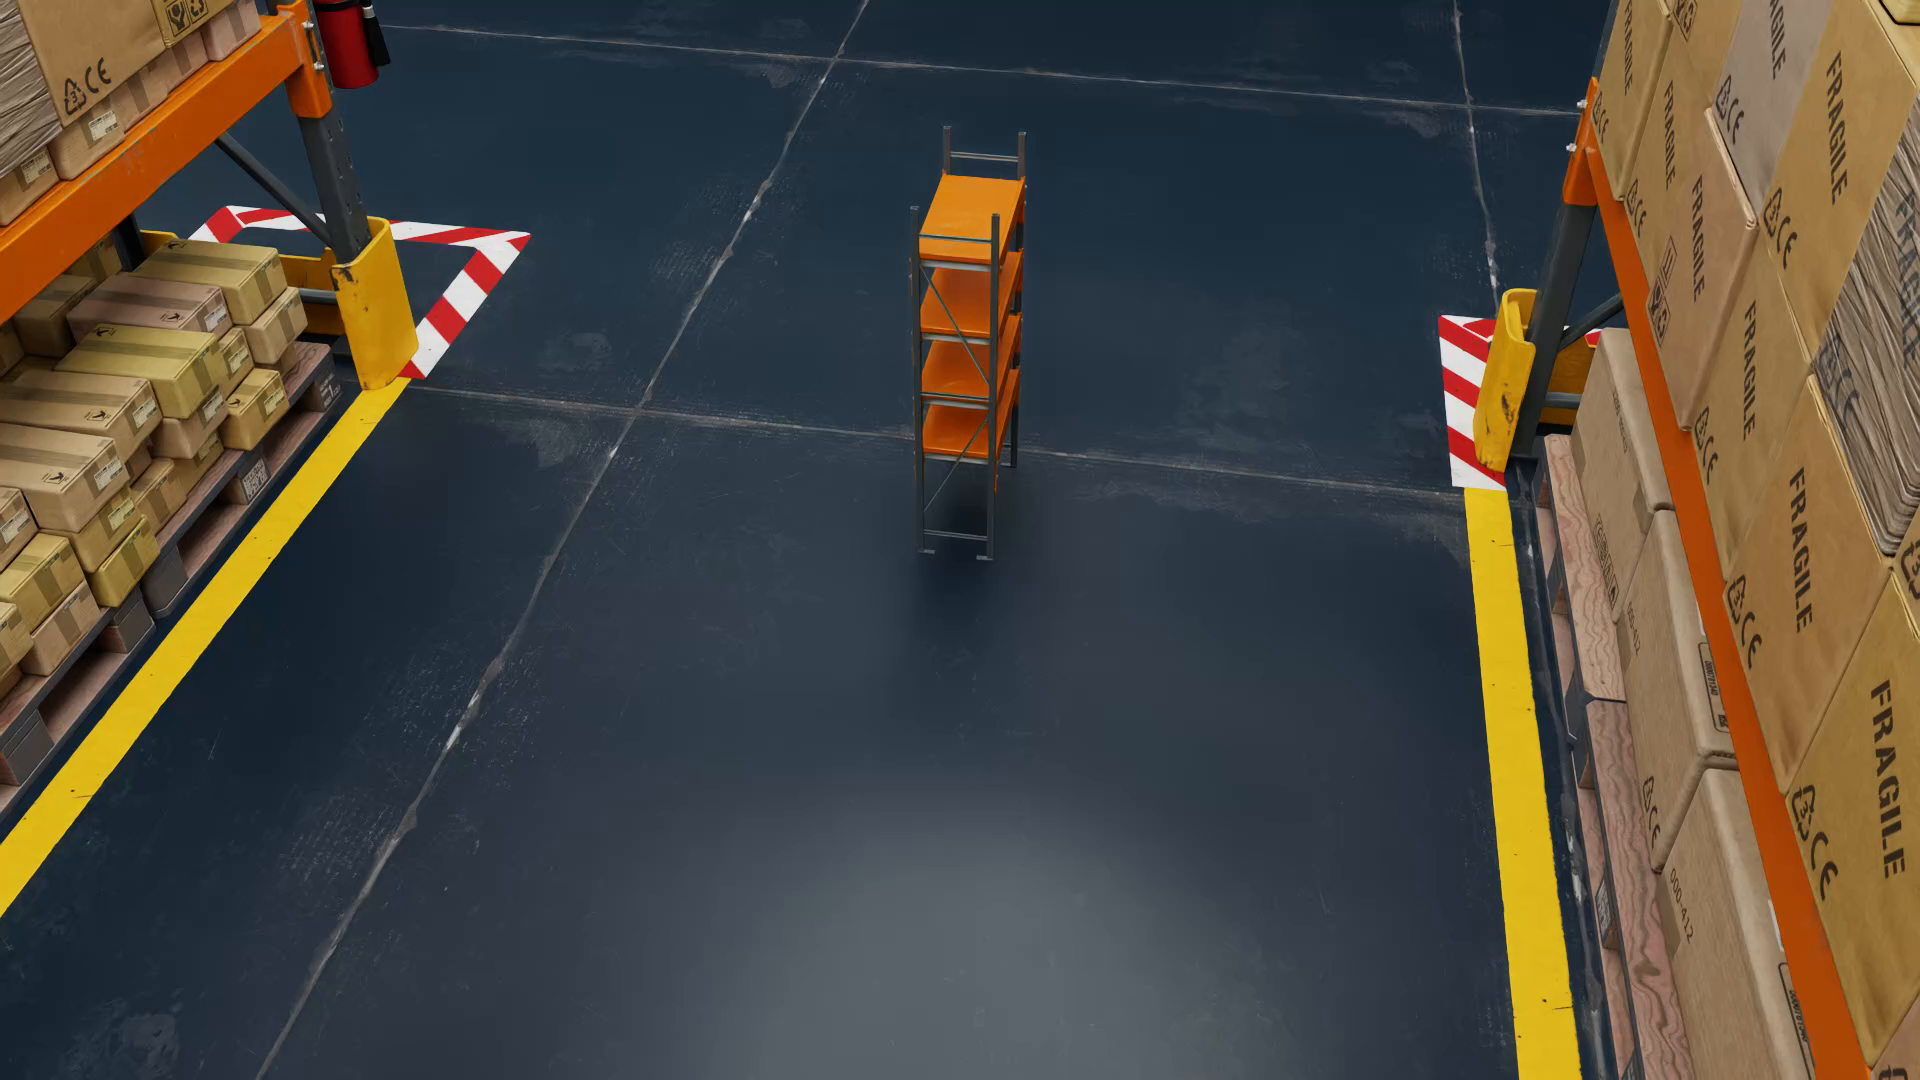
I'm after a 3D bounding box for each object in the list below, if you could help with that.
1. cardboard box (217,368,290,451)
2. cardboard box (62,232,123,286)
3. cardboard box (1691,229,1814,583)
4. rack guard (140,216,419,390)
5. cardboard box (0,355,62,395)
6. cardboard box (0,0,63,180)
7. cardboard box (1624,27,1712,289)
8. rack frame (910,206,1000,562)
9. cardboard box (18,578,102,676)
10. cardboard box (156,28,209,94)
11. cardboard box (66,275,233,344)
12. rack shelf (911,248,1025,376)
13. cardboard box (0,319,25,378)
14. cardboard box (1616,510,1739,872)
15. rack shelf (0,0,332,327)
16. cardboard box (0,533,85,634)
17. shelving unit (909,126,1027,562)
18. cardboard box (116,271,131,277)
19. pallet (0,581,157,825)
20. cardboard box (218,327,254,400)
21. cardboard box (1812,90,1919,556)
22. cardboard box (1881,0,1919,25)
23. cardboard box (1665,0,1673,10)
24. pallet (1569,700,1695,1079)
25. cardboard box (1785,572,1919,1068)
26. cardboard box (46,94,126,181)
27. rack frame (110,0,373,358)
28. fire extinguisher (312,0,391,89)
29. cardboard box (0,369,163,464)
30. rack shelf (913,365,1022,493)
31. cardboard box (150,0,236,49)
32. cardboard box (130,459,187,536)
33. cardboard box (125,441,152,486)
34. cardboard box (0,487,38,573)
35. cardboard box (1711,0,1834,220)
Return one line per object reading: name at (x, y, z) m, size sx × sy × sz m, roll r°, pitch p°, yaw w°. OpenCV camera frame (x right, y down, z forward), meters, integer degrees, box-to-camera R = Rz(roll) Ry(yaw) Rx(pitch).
cardboard box at (-2.399, -0.437, 5.332) m, size 0.380 × 0.149 × 0.250 m, roll 8°, pitch 40°, yaw 9°
cardboard box at (-2.994, -0.901, 5.426) m, size 0.380 × 0.149 × 0.250 m, roll 5°, pitch 40°, yaw 6°
cardboard box at (1.722, -0.232, 3.098) m, size 0.500 × 0.500 × 0.500 m, roll 8°, pitch 40°, yaw 9°
rack guard at (-2.582, -0.889, 5.932) m, size 1.175 × 0.500 × 0.348 m, roll 6°, pitch 40°, yaw 8°
cardboard box at (-2.970, -0.448, 5.112) m, size 0.380 × 0.149 × 0.250 m, roll 7°, pitch 40°, yaw 8°
cardboard box at (-2.565, -1.100, 3.915) m, size 0.500 × 0.500 × 0.500 m, roll 7°, pitch 40°, yaw 8°
cardboard box at (1.898, -0.866, 3.864) m, size 0.500 × 0.500 × 0.500 m, roll 6°, pitch 40°, yaw 7°
rack frame at (-0.014, -0.413, 4.808) m, size 0.240 × 1.200 × 0.015 m, roll 6°, pitch 40°, yaw 8°
cardboard box at (-2.609, 0.212, 4.547) m, size 0.380 × 0.149 × 0.250 m, roll 7°, pitch 40°, yaw 9°
cardboard box at (-2.427, -1.415, 4.805) m, size 0.380 × 0.149 × 0.250 m, roll 6°, pitch 40°, yaw 8°
cardboard box at (-2.511, -0.680, 5.160) m, size 0.380 × 0.149 × 0.250 m, roll 7°, pitch 40°, yaw 9°
rack shelf at (0.029, -0.687, 4.894) m, size 0.258 × 0.148 × 0.480 m, roll 6°, pitch 40°, yaw 8°
cardboard box at (-3.093, -0.570, 5.027) m, size 0.380 × 0.149 × 0.250 m, roll 6°, pitch 40°, yaw 8°
cardboard box at (2.158, 0.409, 4.083) m, size 0.875 × 0.438 × 0.875 m, roll 7°, pitch 40°, yaw 9°
rack shelf at (-2.915, -0.367, 3.905) m, size 1.077 × 0.370 × 4.000 m, roll 6°, pitch 40°, yaw 8°
cardboard box at (-2.607, 0.097, 4.453) m, size 0.380 × 0.149 × 0.250 m, roll 8°, pitch 40°, yaw 10°
shelving unit at (0.029, -0.566, 4.993) m, size 0.258 × 1.200 × 0.503 m, roll 6°, pitch 40°, yaw 8°
cardboard box at (-2.912, -0.777, 5.510) m, size 0.380 × 0.149 × 0.250 m, roll 8°, pitch 40°, yaw 10°
pallet at (-2.971, 0.492, 4.489) m, size 1.003 × 0.211 × 1.213 m, roll 6°, pitch 40°, yaw 8°
cardboard box at (-2.477, -0.557, 5.243) m, size 0.380 × 0.149 × 0.250 m, roll 6°, pitch 40°, yaw 7°
cardboard box at (1.616, -0.295, 2.390) m, size 0.500 × 0.500 × 0.500 m, roll 7°, pitch 40°, yaw 8°
cardboard box at (1.680, -0.930, 2.649) m, size 0.380 × 0.149 × 0.250 m, roll 5°, pitch 40°, yaw 7°
cardboard box at (1.961, -1.571, 3.933) m, size 0.500 × 0.500 × 0.500 m, roll 6°, pitch 40°, yaw 7°
pallet at (2.049, 0.931, 3.958) m, size 1.003 × 0.211 × 1.213 m, roll 6°, pitch 40°, yaw 8°
cardboard box at (1.544, 0.412, 2.319) m, size 0.500 × 0.500 × 0.500 m, roll 5°, pitch 40°, yaw 7°
cardboard box at (-2.476, -1.093, 4.415) m, size 0.380 × 0.149 × 0.250 m, roll 7°, pitch 40°, yaw 9°
rack frame at (-2.569, -1.900, 5.194) m, size 1.000 × 3.000 × 0.127 m, roll 6°, pitch 40°, yaw 8°
fire extinguisher at (-2.071, -1.833, 5.467) m, size 0.296 × 0.674 × 0.183 m, roll 6°, pitch 40°, yaw 8°
cardboard box at (-2.538, -0.348, 4.758) m, size 0.380 × 0.149 × 0.250 m, roll 5°, pitch 40°, yaw 6°
rack shelf at (0.029, -0.361, 5.163) m, size 0.258 × 0.148 × 0.480 m, roll 6°, pitch 40°, yaw 8°
cardboard box at (-2.393, -1.742, 4.691) m, size 0.500 × 0.500 × 0.500 m, roll 7°, pitch 40°, yaw 9°
cardboard box at (-2.560, -0.124, 4.954) m, size 0.380 × 0.149 × 0.250 m, roll 7°, pitch 40°, yaw 8°
cardboard box at (-2.615, -0.231, 4.850) m, size 0.380 × 0.149 × 0.250 m, roll 6°, pitch 40°, yaw 7°
cardboard box at (-2.684, -0.020, 4.362) m, size 0.380 × 0.149 × 0.250 m, roll 5°, pitch 40°, yaw 6°
cardboard box at (1.797, -0.922, 3.148) m, size 0.500 × 0.500 × 0.500 m, roll 6°, pitch 40°, yaw 7°
